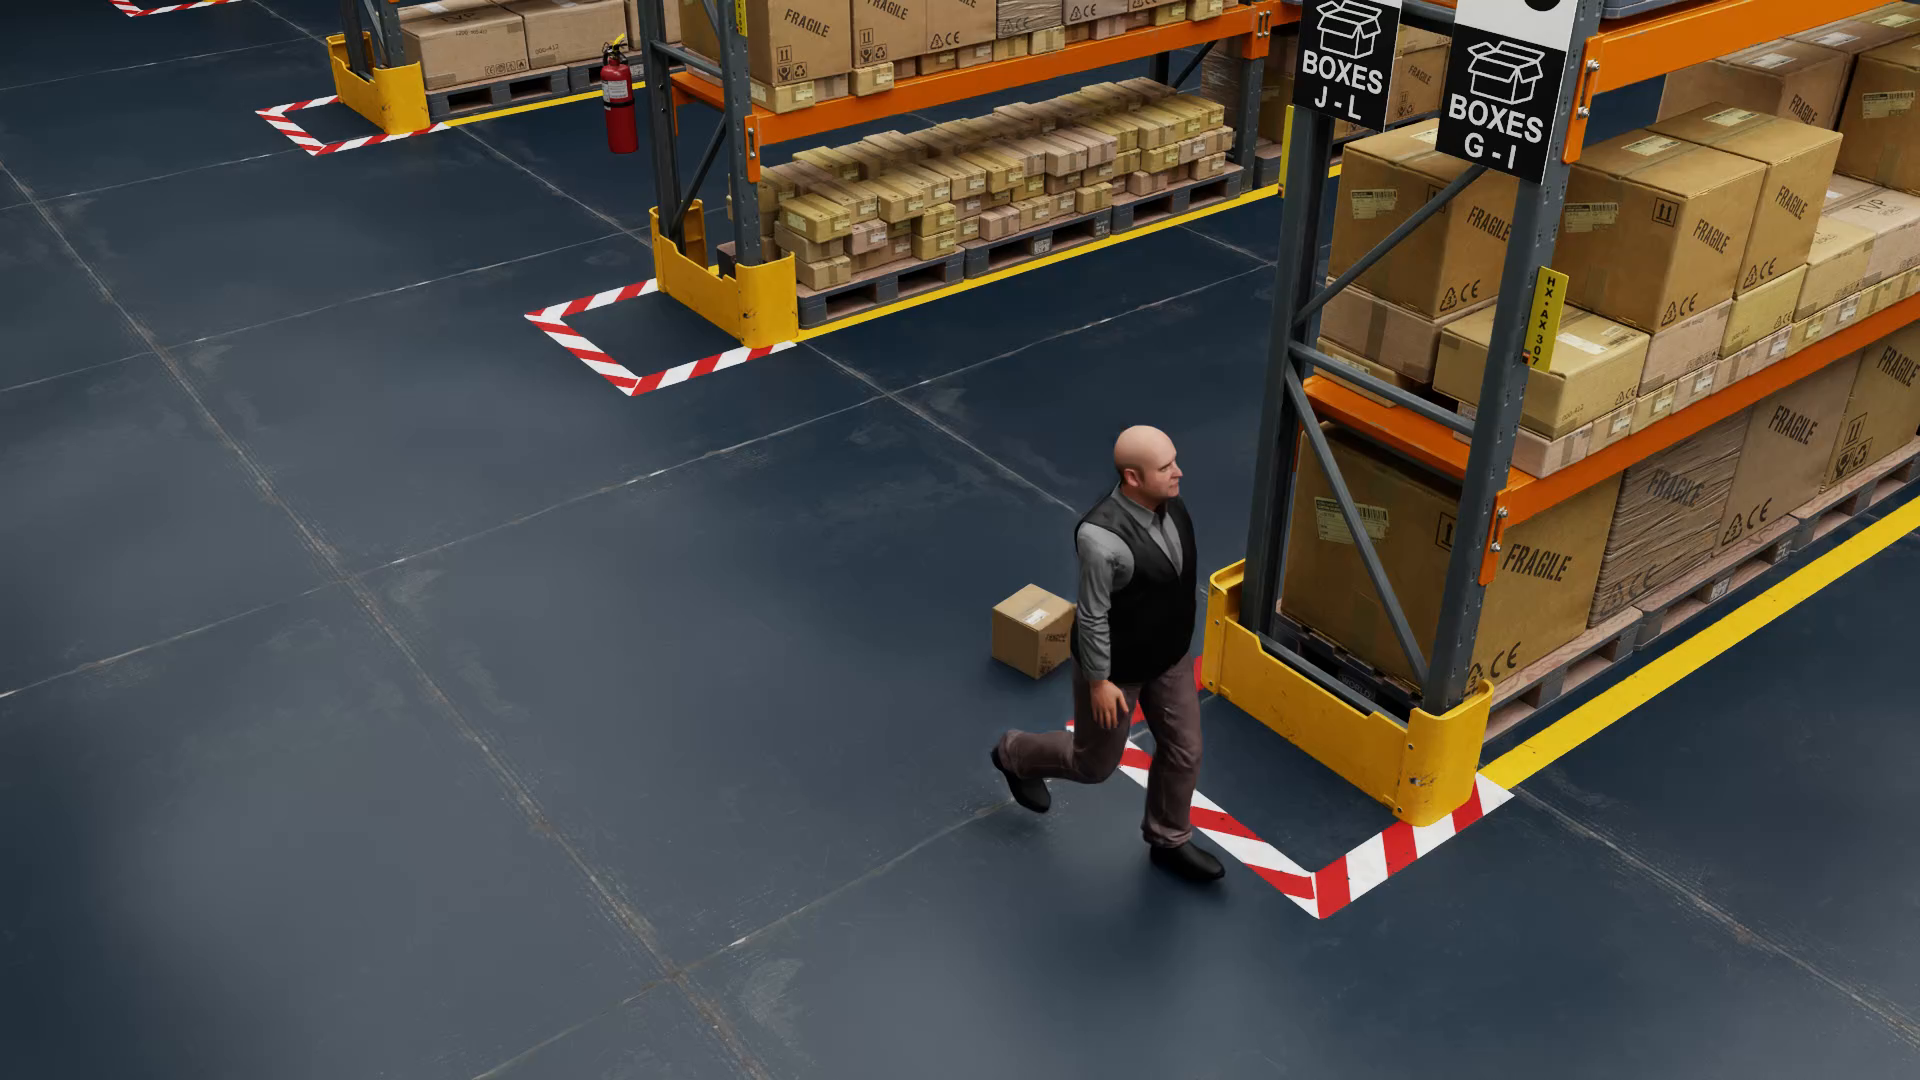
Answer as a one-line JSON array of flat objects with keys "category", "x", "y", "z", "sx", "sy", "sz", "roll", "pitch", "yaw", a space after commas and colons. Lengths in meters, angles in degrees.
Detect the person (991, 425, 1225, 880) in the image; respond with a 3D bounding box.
[{"category": "person", "x": 0.534, "y": 0.363, "z": 5.576, "sx": 0.905, "sy": 1.694, "sz": 0.532, "roll": 26, "pitch": 40, "yaw": 35}]
